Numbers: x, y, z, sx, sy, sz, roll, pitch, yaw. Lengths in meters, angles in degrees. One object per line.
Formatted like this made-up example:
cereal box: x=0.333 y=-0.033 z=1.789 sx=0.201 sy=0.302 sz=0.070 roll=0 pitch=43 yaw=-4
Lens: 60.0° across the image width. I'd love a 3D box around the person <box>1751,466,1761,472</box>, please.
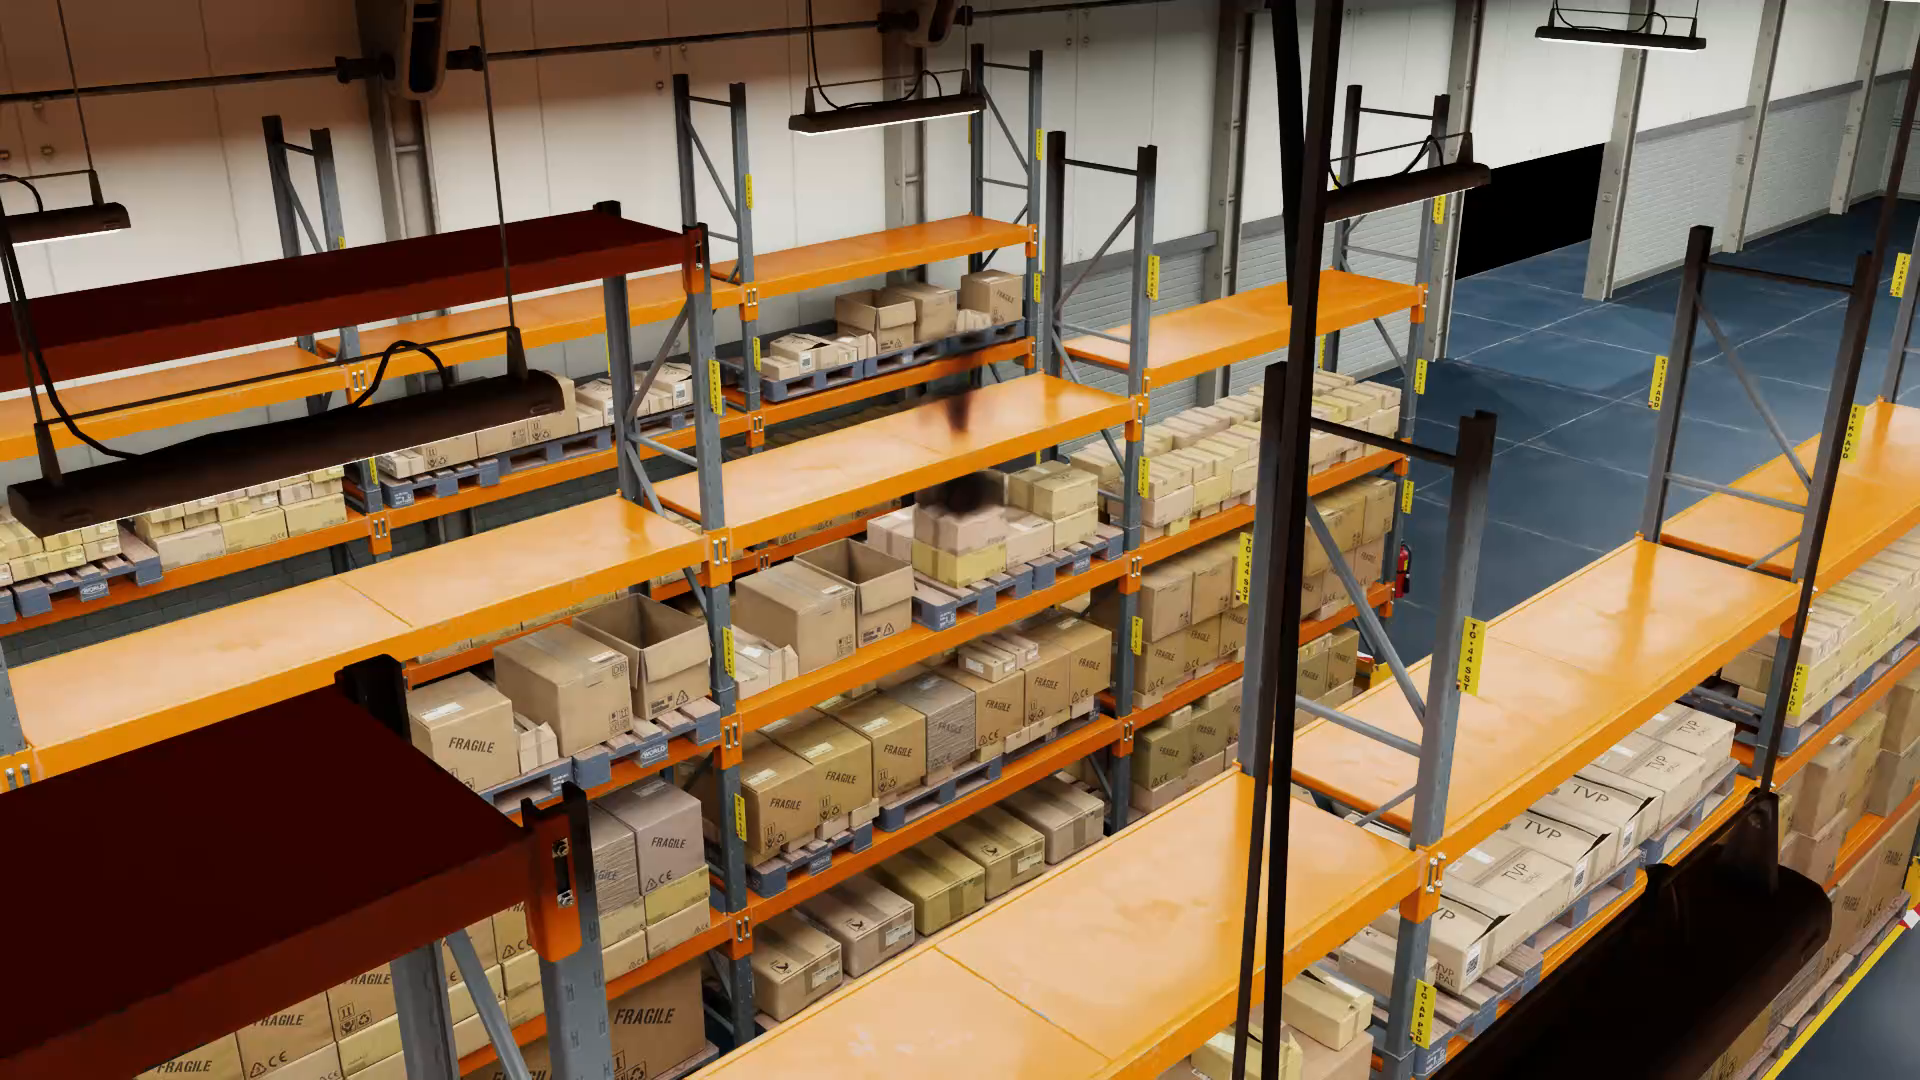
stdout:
person: x=8.796 y=0.112 z=18.472 sx=0.708 sy=1.720 sz=1.021 roll=6 pitch=23 yaw=15
